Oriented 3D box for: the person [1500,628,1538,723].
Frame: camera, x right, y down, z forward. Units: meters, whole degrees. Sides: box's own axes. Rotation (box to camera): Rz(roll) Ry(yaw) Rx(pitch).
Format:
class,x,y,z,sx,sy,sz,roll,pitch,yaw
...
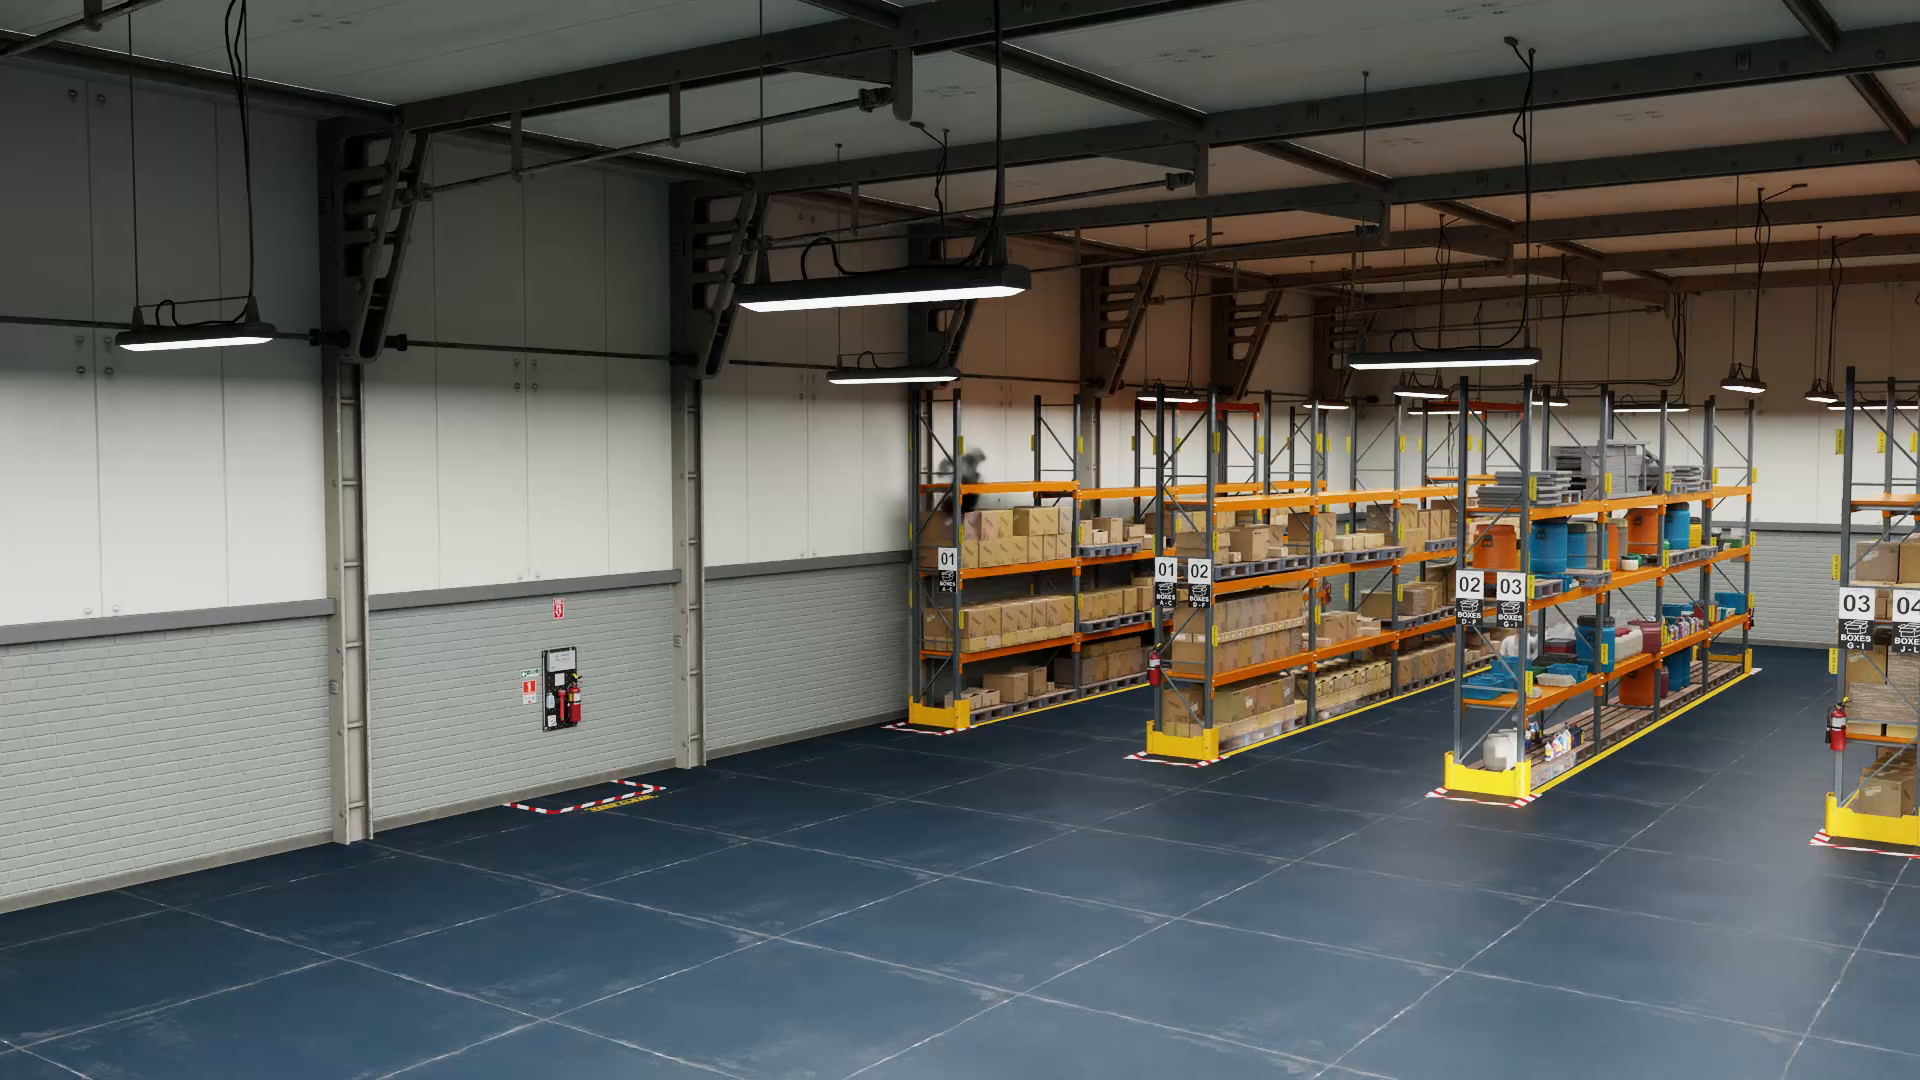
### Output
class,x,y,z,sx,sy,sz,roll,pitch,yaw
person,10.194,2.383,30.302,0.690,1.771,1.042,2,4,34
